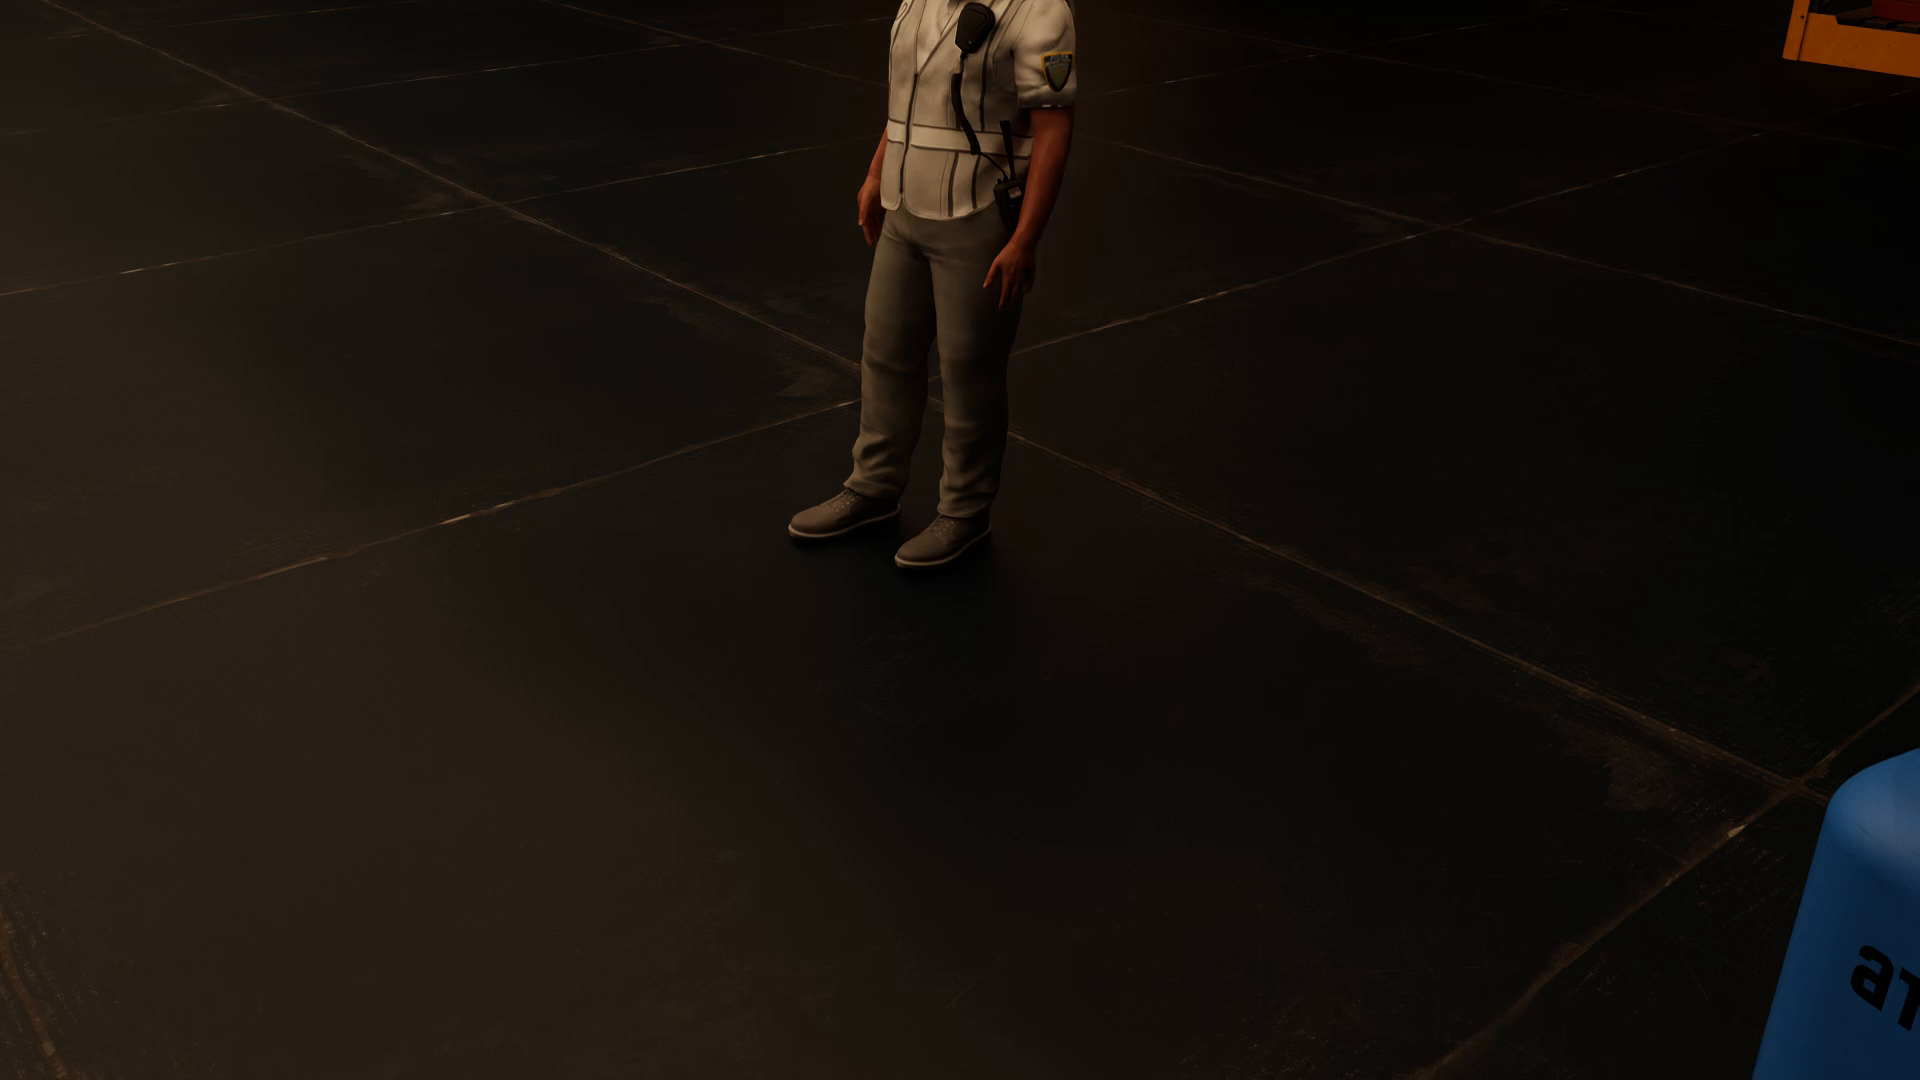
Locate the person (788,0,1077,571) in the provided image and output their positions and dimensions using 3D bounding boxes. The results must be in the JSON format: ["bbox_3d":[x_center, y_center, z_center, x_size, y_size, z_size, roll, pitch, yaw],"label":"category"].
[{"bbox_3d":[-0.067,-0.787,4.065,0.574,1.780,0.641,-20,33,-35],"label":"person"}]
